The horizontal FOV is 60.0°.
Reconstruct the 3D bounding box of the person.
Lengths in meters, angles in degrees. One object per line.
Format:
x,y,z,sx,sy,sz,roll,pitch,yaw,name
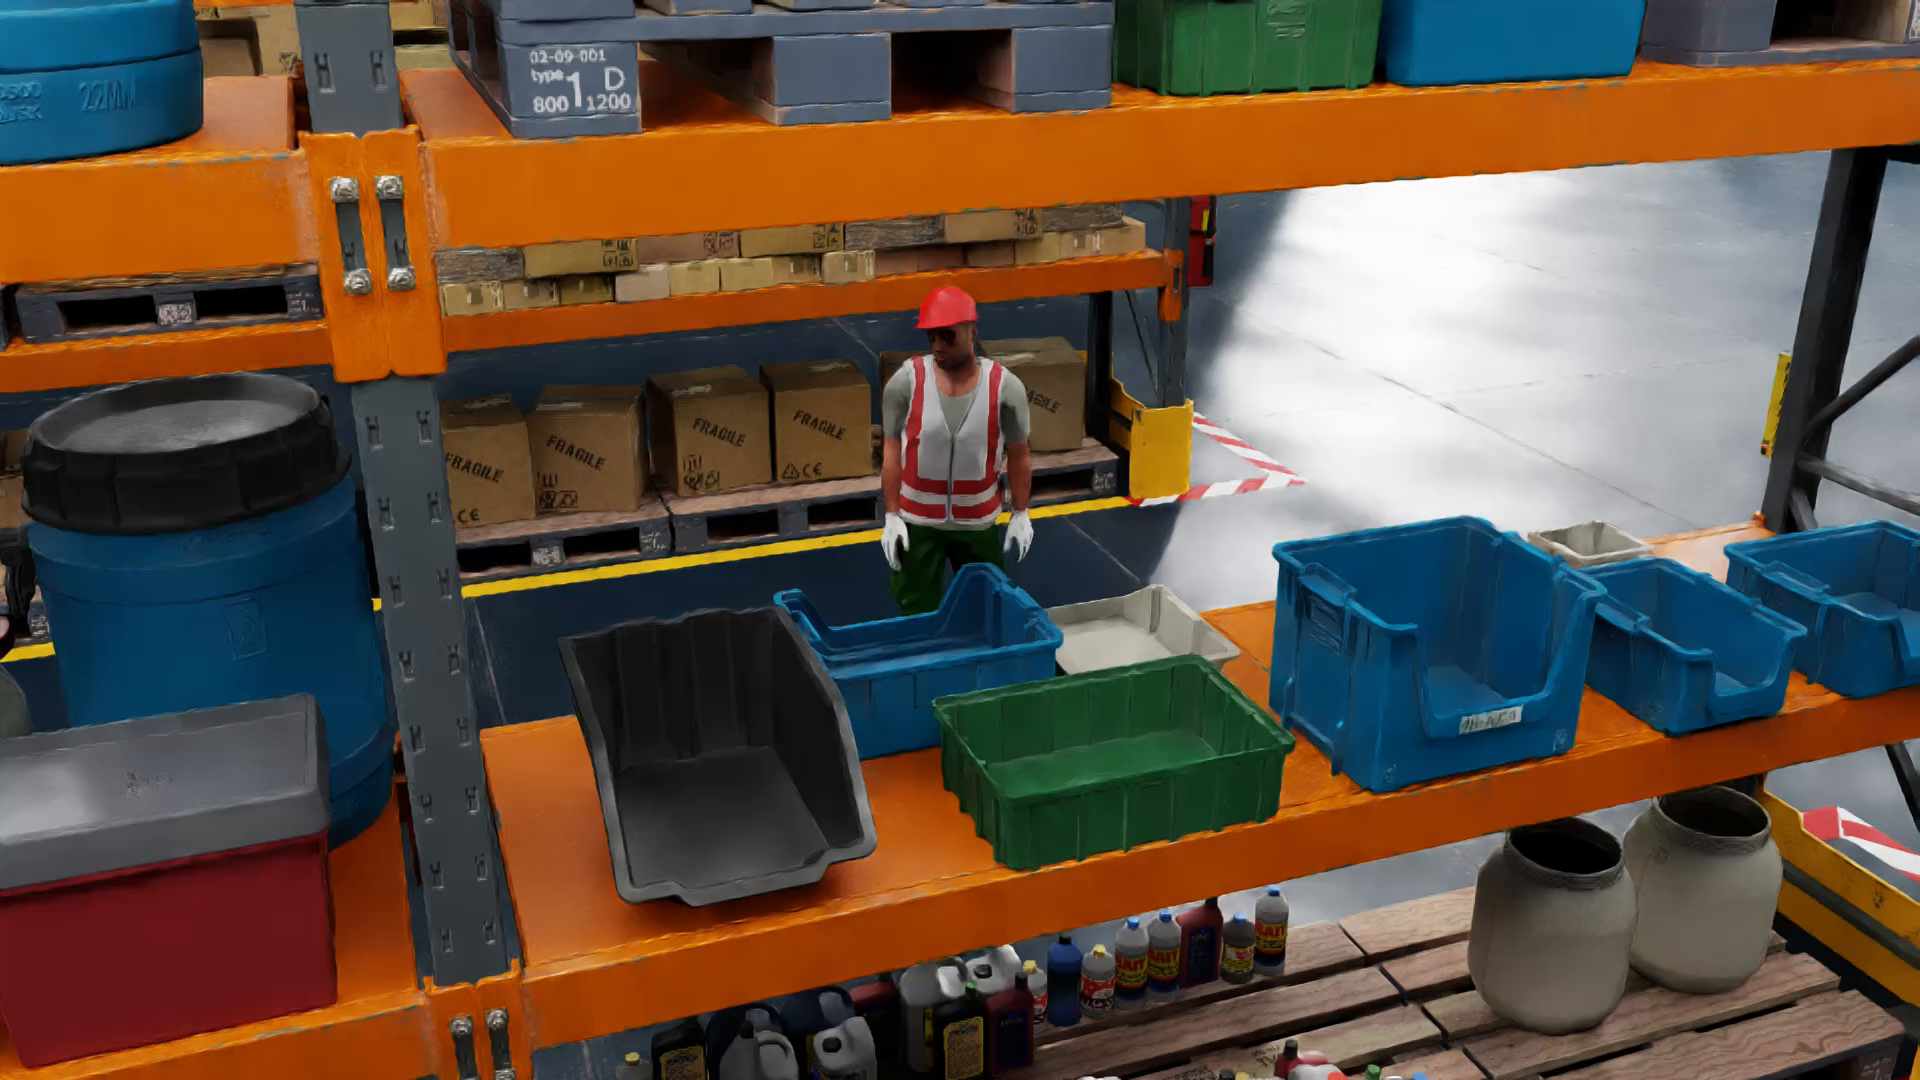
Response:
-0.005,-0.052,6.133,0.575,1.792,0.525,-2,22,-5,person
